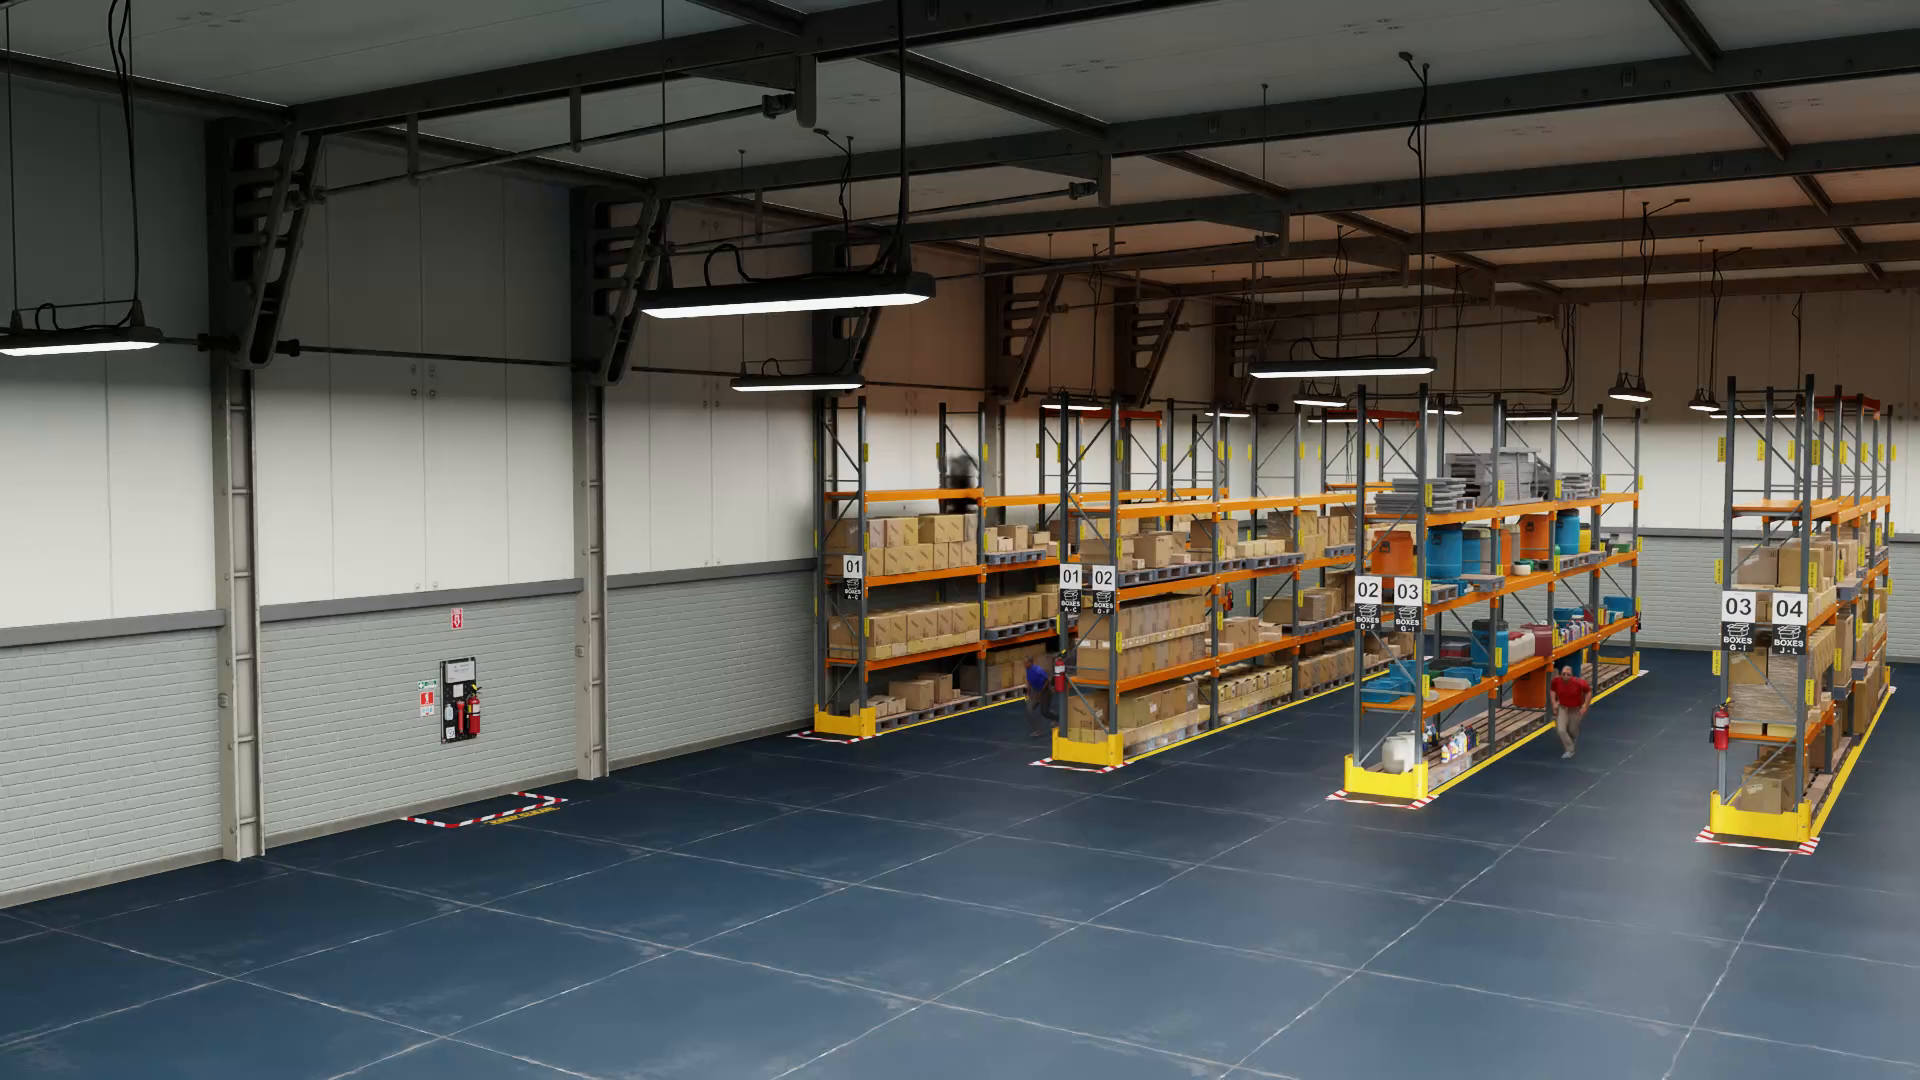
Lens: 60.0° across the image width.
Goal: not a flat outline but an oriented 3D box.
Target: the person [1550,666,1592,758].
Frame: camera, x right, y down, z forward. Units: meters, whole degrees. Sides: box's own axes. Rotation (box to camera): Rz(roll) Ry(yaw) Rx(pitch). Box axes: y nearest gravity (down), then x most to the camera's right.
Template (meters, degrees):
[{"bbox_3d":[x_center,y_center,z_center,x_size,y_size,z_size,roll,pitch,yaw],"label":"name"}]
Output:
[{"bbox_3d":[10.050,2.801,27.326,0.668,1.552,0.980,2,3,30],"label":"person"}]

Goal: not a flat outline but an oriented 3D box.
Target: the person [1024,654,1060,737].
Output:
[{"bbox_3d":[1.485,2.728,29.444,0.565,1.482,1.018,3,4,45],"label":"person"}]
